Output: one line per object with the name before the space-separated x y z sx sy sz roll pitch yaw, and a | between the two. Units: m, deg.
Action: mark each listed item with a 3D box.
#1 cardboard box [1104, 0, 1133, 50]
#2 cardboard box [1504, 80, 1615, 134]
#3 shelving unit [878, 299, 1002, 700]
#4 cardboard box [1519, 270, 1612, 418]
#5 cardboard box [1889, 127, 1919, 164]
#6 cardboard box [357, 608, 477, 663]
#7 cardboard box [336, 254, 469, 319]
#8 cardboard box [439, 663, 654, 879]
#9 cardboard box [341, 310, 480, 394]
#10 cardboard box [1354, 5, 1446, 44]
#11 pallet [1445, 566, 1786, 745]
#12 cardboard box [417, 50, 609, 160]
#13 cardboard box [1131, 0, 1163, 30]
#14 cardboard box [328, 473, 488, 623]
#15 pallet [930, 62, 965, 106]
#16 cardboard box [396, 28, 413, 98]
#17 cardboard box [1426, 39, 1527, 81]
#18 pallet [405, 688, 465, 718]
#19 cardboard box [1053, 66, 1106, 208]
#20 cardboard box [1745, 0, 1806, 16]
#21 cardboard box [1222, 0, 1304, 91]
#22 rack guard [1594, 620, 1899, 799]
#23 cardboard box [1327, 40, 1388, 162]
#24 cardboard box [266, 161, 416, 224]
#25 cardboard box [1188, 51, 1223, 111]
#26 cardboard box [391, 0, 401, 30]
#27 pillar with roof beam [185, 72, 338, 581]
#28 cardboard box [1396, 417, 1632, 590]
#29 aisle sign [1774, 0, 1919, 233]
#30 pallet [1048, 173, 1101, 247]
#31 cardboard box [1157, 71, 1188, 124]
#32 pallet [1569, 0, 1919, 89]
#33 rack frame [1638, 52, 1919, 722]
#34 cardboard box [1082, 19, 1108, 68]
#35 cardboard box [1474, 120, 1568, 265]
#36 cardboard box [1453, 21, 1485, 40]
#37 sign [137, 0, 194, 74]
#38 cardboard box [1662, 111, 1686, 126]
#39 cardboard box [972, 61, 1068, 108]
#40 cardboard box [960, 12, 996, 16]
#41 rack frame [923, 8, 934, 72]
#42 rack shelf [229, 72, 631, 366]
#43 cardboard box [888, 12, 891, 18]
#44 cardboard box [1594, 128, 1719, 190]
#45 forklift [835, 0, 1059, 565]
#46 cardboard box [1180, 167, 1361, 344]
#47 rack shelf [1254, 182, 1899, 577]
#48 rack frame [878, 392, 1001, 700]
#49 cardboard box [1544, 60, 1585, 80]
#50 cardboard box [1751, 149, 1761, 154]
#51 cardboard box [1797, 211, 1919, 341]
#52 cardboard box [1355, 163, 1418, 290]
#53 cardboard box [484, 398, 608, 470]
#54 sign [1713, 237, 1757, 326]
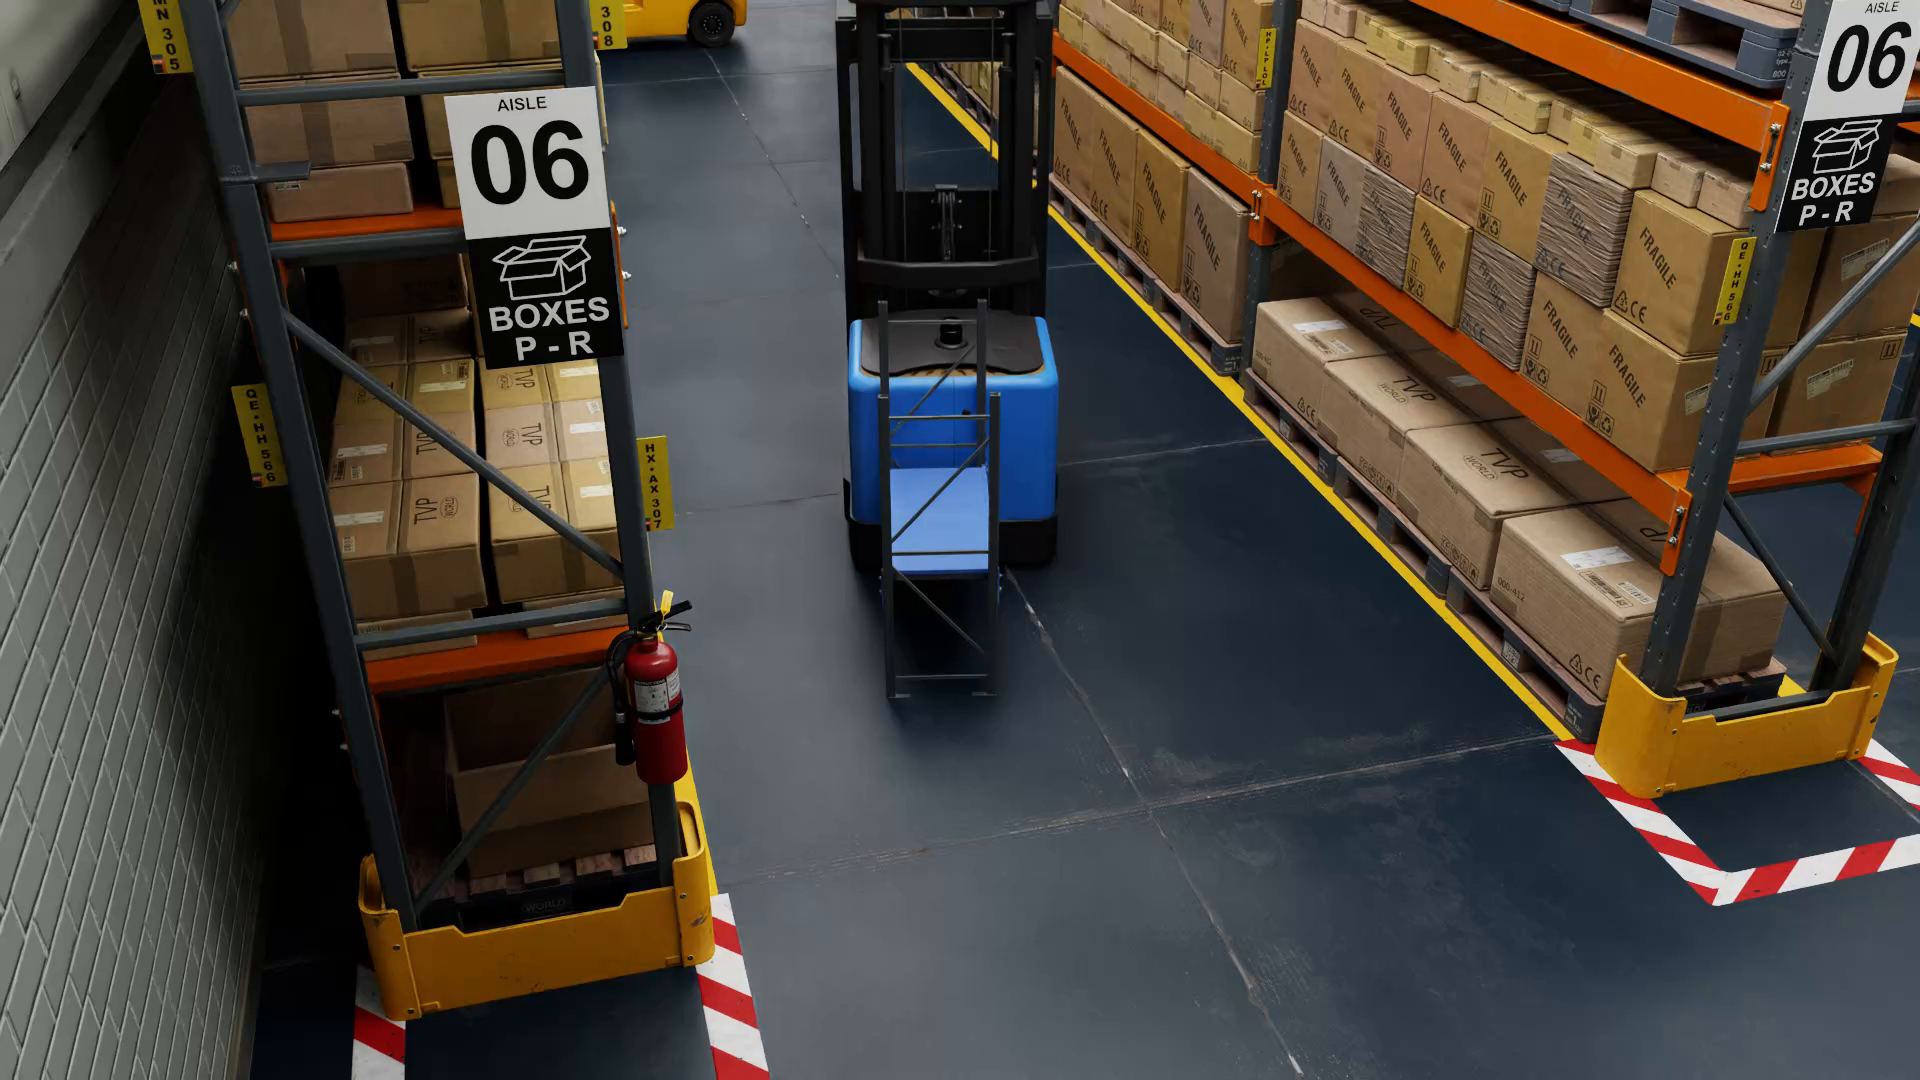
cardboard box | 1.337 -3.633 11.684 0.500 0.250 0.500 -8 31 -13
cardboard box | 2.628 -1.900 7.293 0.380 0.149 0.250 -7 31 -12
shelving unit | -0.105 -0.197 7.592 0.538 1.500 1.048 -1 30 -2
cardboard box | 2.806 -0.873 7.165 0.500 0.500 0.500 -8 31 -14
cardboard box | 6.550 -2.777 11.882 0.500 0.250 0.500 -9 31 -15
cardboard box | -1.824 0.258 5.560 0.380 0.149 0.250 -8 31 -14
cardboard box | -2.400 -1.292 7.092 0.500 0.500 0.500 -9 31 -15
cardboard box | -1.548 0.865 6.335 0.797 0.503 0.637 -9 31 -15
cardboard box | -2.256 -0.718 6.850 0.500 0.250 0.500 -8 31 -13
cardboard box | 2.272 -2.650 8.589 0.380 0.149 0.250 -8 31 -14
pallet | 3.020 0.443 7.774 1.003 0.211 1.213 -8 31 -13
cardboard box | -1.331 -1.339 4.927 0.500 0.250 0.500 -8 31 -14
cardboard box | 1.473 -3.723 11.089 0.500 0.500 0.500 -7 31 -12
cardboard box | -1.855 0.023 5.568 0.500 0.250 0.500 -7 31 -12
pallet | 0.331 -4.601 16.488 1.003 0.211 1.213 -8 31 -13
cardboard box | -2.005 -1.513 5.227 0.500 0.250 0.500 -8 31 -13
cardboard box | 2.467 -2.279 7.948 0.380 0.149 0.250 -8 31 -13
pallet | -2.030 0.471 7.726 1.003 0.211 1.213 -8 31 -13
cardboard box | 1.288 -3.169 12.933 0.875 0.875 0.875 -8 31 -14
cardboard box | 3.101 -2.052 5.937 0.500 0.250 0.500 -11 32 -18
cardboard box | 1.885 -2.978 9.803 0.500 0.500 0.500 -7 31 -12
rack guard | 3.314 0.706 7.032 1.175 0.500 0.348 -8 31 -13
cardboard box | 2.267 -2.289 8.612 0.500 0.500 0.500 -8 31 -14
cardboard box | -1.785 -1.039 4.808 0.380 0.149 0.250 -7 31 -12
cardboard box | 1.755 -2.892 10.403 0.500 0.250 0.500 -7 31 -12
cardboard box | -2.001 -1.733 5.110 0.500 0.250 0.500 -9 31 -15
pillar with roof beam | 0.928 -4.371 7.318 9.100 9.000 0.400 -8 31 -13
cardboard box | 2.785 -0.207 8.252 0.875 0.438 0.875 -7 31 -12
aisle sign | 3.028 -1.437 5.643 0.394 0.787 0.004 -8 31 -13
pallet | 1.321 -2.654 13.125 1.003 0.211 1.213 -8 31 -13
cardboard box | 1.634 -2.930 10.968 0.500 0.250 0.500 -9 31 -15
pallet | 3.101 -2.005 6.313 1.003 0.211 1.213 -8 31 -13
rack frame | 3.308 -0.388 6.426 1.000 3.000 0.127 -8 31 -13
cardboard box | 1.225 -3.671 12.248 0.500 0.250 0.500 -9 31 -15
cardboard box | 2.655 -1.553 7.341 0.500 0.500 0.500 -8 31 -14
cardboard box | 2.741 -2.587 8.479 0.380 0.149 0.250 -8 31 -14
sign | -2.017 -1.343 4.198 0.100 0.325 0.005 -8 31 -13
cardboard box | 3.176 -1.855 7.216 0.380 0.149 0.250 -8 31 -13
cardboard box | 0.645 -4.293 15.376 0.950 0.372 0.625 -7 31 -12
cardboard box | 0.226 -5.496 17.577 0.500 0.250 0.500 -9 31 -16
rack frame | 0.123 -6.184 16.439 1.000 3.000 0.127 -8 31 -13
rack shelf | -2.008 -1.679 6.380 1.077 0.370 4.000 -8 31 -13
cardboard box | -0.575 -5.927 18.322 0.500 0.250 0.500 -7 31 -13
cardboard box | 2.779 -1.524 6.644 0.380 0.149 0.250 -8 31 -14
forklift | -0.089 -1.846 9.013 1.130 2.935 3.031 -1 30 -2
cardboard box | 2.004 -1.871 10.690 0.875 0.875 0.875 -7 31 -12
rack shelf | 2.777 -1.042 8.275 1.077 0.370 4.000 -8 31 -13
rack frame | -0.084 0.058 7.153 0.500 1.500 0.032 -1 30 -2
cardboard box | 2.993 -2.228 7.859 0.380 0.149 0.250 -8 31 -13
cardboard box | 3.342 -1.470 6.550 0.380 0.149 0.250 -7 31 -12
cardboard box | 3.455 -1.134 6.616 0.500 0.500 0.500 -9 31 -14
cardboard box | 2.374 -1.617 8.449 0.500 0.500 0.500 -8 31 -13
cardboard box | -1.472 -0.288 6.107 0.500 0.250 0.500 -8 31 -13
sign | 2.781 -0.926 5.963 0.100 0.325 0.005 -8 31 -13
